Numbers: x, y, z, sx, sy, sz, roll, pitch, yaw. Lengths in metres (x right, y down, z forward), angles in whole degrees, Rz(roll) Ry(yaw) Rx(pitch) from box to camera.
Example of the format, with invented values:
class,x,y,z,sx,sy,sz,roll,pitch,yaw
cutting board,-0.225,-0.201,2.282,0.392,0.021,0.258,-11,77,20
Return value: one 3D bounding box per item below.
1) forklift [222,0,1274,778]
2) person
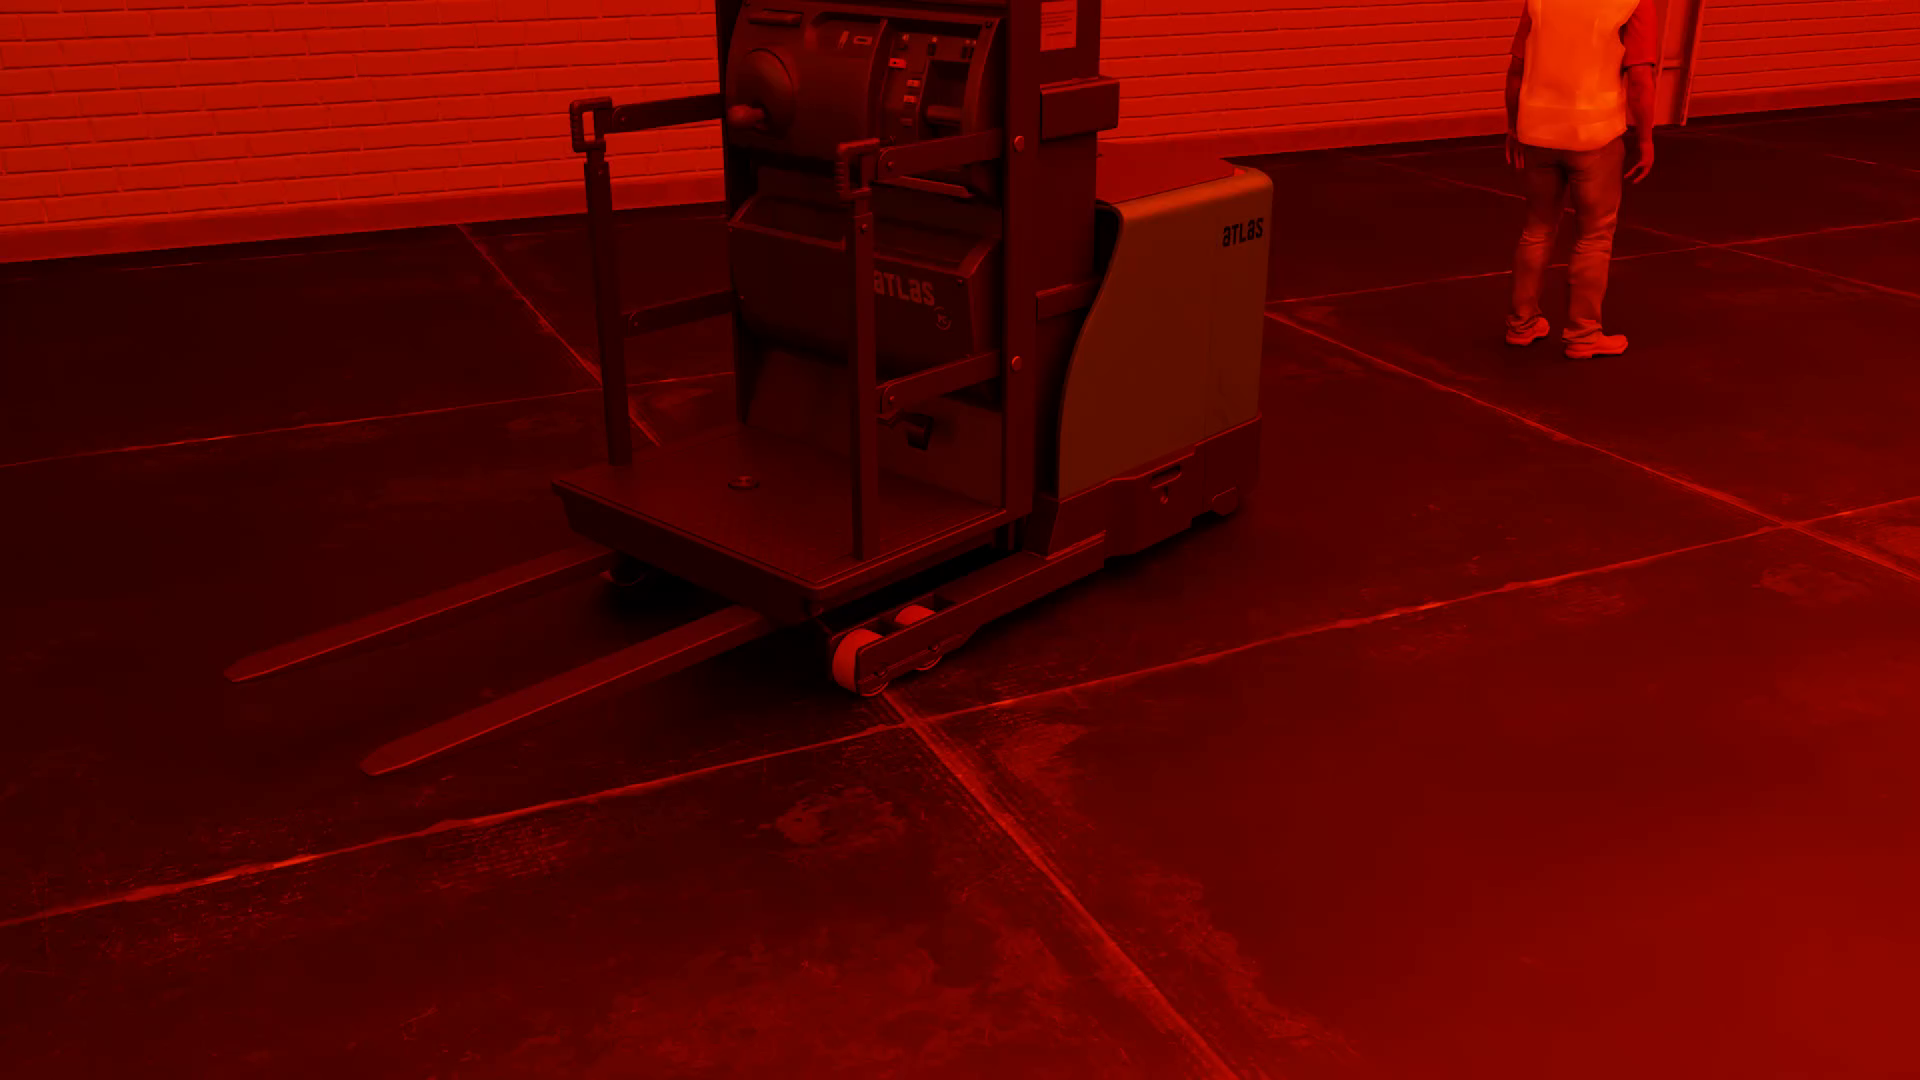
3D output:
class,x,y,z,sx,sy,sz,roll,pitch,yaw
forklift,-0.413,-1.182,4.131,1.130,2.935,3.031,19,29,39
person,2.518,-1.650,6.788,0.454,1.761,0.636,-19,29,-38
